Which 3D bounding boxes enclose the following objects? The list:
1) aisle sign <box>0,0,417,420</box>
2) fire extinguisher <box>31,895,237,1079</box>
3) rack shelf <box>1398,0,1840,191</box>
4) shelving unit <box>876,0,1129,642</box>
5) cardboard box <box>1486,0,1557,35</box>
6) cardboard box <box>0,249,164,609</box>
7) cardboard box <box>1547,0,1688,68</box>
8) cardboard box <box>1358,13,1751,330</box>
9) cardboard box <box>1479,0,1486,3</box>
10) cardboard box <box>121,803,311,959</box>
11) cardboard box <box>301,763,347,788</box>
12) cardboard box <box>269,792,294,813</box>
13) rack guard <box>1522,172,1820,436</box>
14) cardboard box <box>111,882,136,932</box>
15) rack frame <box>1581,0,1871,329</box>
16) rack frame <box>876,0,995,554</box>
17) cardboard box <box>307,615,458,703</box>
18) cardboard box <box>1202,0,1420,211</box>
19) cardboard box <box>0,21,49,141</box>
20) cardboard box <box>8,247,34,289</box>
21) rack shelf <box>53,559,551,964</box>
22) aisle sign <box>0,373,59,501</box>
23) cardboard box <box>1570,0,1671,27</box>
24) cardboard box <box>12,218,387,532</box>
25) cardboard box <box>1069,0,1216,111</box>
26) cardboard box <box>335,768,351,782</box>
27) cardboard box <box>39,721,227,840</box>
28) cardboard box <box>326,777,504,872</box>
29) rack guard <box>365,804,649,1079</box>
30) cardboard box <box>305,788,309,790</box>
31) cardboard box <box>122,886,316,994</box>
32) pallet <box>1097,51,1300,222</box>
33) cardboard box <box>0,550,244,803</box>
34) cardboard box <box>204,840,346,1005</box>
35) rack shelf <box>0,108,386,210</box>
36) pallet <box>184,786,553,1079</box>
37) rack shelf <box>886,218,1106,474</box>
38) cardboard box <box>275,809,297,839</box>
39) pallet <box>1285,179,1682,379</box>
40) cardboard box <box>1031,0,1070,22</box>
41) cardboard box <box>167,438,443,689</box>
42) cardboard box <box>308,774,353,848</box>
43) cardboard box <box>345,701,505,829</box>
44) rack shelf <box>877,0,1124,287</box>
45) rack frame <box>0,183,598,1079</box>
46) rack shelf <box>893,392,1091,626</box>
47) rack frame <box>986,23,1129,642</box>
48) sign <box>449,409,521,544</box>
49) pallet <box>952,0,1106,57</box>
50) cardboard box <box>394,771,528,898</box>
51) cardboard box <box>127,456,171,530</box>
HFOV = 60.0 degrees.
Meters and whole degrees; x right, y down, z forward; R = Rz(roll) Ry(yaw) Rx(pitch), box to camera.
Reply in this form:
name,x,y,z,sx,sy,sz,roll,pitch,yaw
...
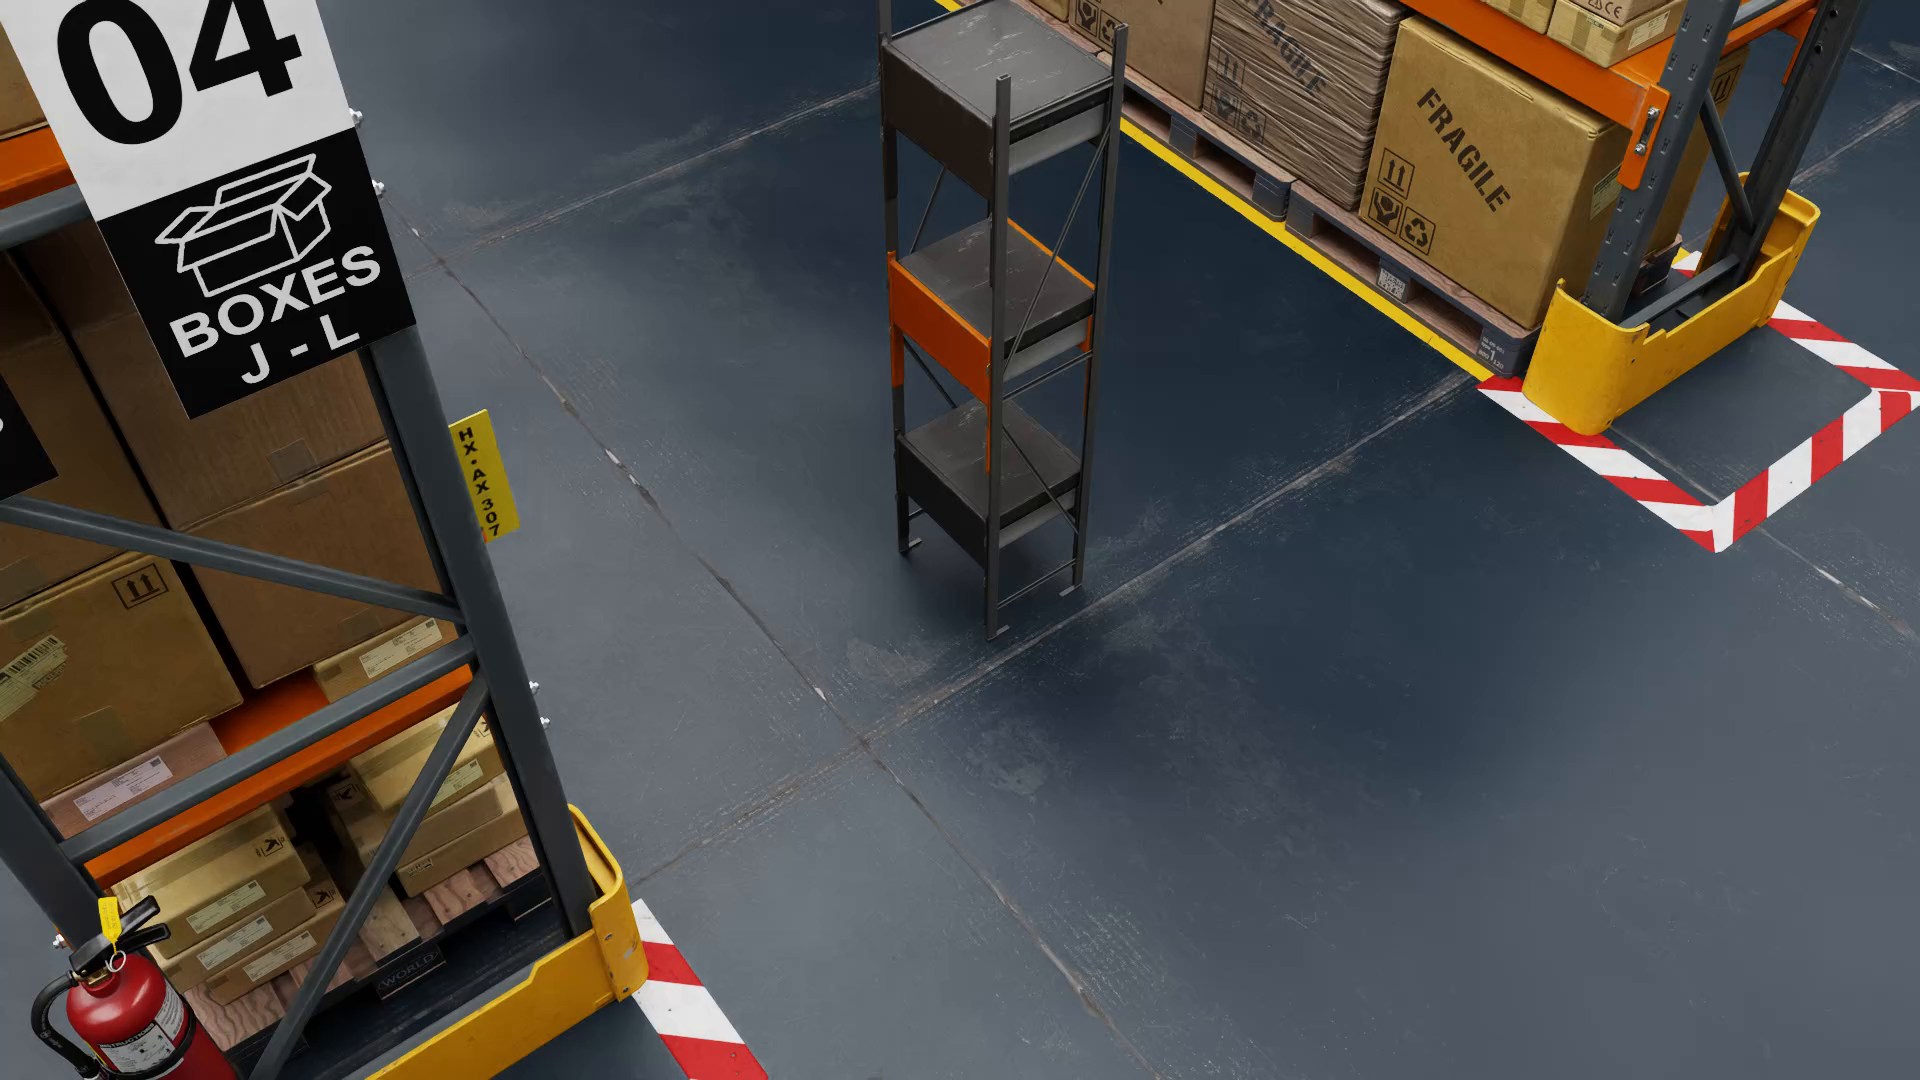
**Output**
name,x,y,z,sx,sy,sz,roll,pitch,yaw
aisle sign,-1.084,-0.546,2.466,0.394,0.787,0.004,-29,54,-24
fire extinguisher,-1.582,0.925,3.190,0.296,0.674,0.183,-29,54,-24
rack shelf,1.431,-2.684,6.645,1.077,0.370,4.000,-29,54,-24
shelving unit,0.100,-0.608,4.884,0.431,2.100,0.503,-29,54,-24
cardboard box,2.005,-1.877,5.597,0.380,0.149,0.250,-29,54,-24
cardboard box,-1.842,-0.209,2.972,0.500,0.500,0.500,-30,55,-25
cardboard box,2.164,-1.725,5.458,0.380,0.149,0.250,-28,54,-23
cardboard box,2.190,-1.516,6.250,0.875,0.875,0.875,-29,54,-24
cardboard box,1.853,-2.026,5.732,0.380,0.149,0.250,-29,54,-24
cardboard box,-1.889,0.837,4.206,0.380,0.149,0.250,-29,54,-24
cardboard box,-1.676,0.465,4.543,0.380,0.149,0.250,-28,54,-23
cardboard box,-1.996,0.663,4.364,0.380,0.149,0.250,-28,54,-23
rack guard,2.656,-0.893,6.222,1.175,0.500,0.348,-29,54,-24
cardboard box,-2.088,0.912,4.539,0.380,0.149,0.250,-28,54,-23
rack frame,2.642,-1.747,5.309,1.000,3.000,0.127,-29,54,-24
rack frame,-0.048,-0.752,5.014,0.400,2.100,0.015,-29,54,-24
cardboard box,-1.302,0.165,3.745,0.380,0.149,0.250,-30,54,-24
cardboard box,1.639,-2.052,6.737,0.875,0.875,0.875,-29,54,-24
cardboard box,-1.435,-0.918,2.634,0.500,0.250,0.500,-28,53,-23
cardboard box,-1.738,-0.729,3.443,0.500,0.500,0.500,-28,54,-23
rack shelf,-2.578,-0.519,4.681,1.077,0.370,4.000,-29,54,-24
aisle sign,-1.562,-0.277,2.222,0.394,0.787,0.004,-29,54,-24
cardboard box,2.137,-1.963,5.405,0.500,0.250,0.500,-30,55,-25
cardboard box,-1.428,-0.435,3.176,0.500,0.500,0.500,-30,54,-24
cardboard box,1.101,-2.577,7.212,0.875,0.875,0.875,-29,54,-24
cardboard box,-1.601,0.524,4.690,0.380,0.149,0.250,-30,54,-24
cardboard box,-1.789,0.437,3.498,0.380,0.149,0.250,-29,54,-24
cardboard box,-1.480,0.711,4.521,0.380,0.149,0.250,-27,53,-23
rack guard,-1.413,1.213,4.313,1.175,0.500,0.348,-29,54,-24
cardboard box,-1.809,0.522,4.893,0.380,0.149,0.250,-29,54,-24
cardboard box,-1.914,0.952,4.302,0.380,0.149,0.250,-31,55,-25
pallet,1.361,-1.965,7.389,1.003,0.211,1.213,-29,54,-24
cardboard box,-1.844,0.136,3.334,0.500,0.500,0.500,-28,54,-23
cardboard box,-1.852,1.018,4.443,0.380,0.149,0.250,-29,54,-23
rack shelf,-2.578,-1.527,3.570,1.077,0.370,4.000,-29,54,-24
pallet,-1.877,0.815,4.868,1.003,0.211,1.213,-29,54,-24
rack shelf,0.100,-0.598,4.894,0.431,0.518,0.480,-29,54,-24
cardboard box,-2.029,0.774,4.464,0.380,0.149,0.250,-31,55,-25
pallet,2.095,-1.247,6.738,1.003,0.211,1.213,-29,54,-24
cardboard box,0.556,-3.108,7.693,0.875,0.875,0.875,-29,54,-24
cardboard box,-1.419,-0.104,3.551,0.500,0.500,0.500,-27,53,-22
cardboard box,-1.653,0.665,4.763,0.380,0.149,0.250,-30,54,-24
cardboard box,-1.414,0.574,4.444,0.380,0.149,0.250,-32,55,-26
rack shelf,0.100,-1.069,4.375,0.431,0.518,0.480,-29,54,-24
rack frame,-1.367,0.419,3.346,1.000,3.000,0.127,-29,54,-24
rack shelf,0.100,-0.128,5.412,0.431,0.518,0.480,-29,54,-24
rack frame,0.248,-0.464,4.753,0.400,2.100,0.015,-29,54,-24
sign,-0.935,-0.116,3.246,0.100,0.325,0.005,-29,54,-24
pallet,0.618,-2.685,8.042,1.003,0.211,1.213,-29,54,-24
cardboard box,-1.429,0.783,4.657,0.380,0.149,0.250,-28,54,-23
cardboard box,-1.763,-0.408,3.827,0.500,0.500,0.500,-29,54,-24
